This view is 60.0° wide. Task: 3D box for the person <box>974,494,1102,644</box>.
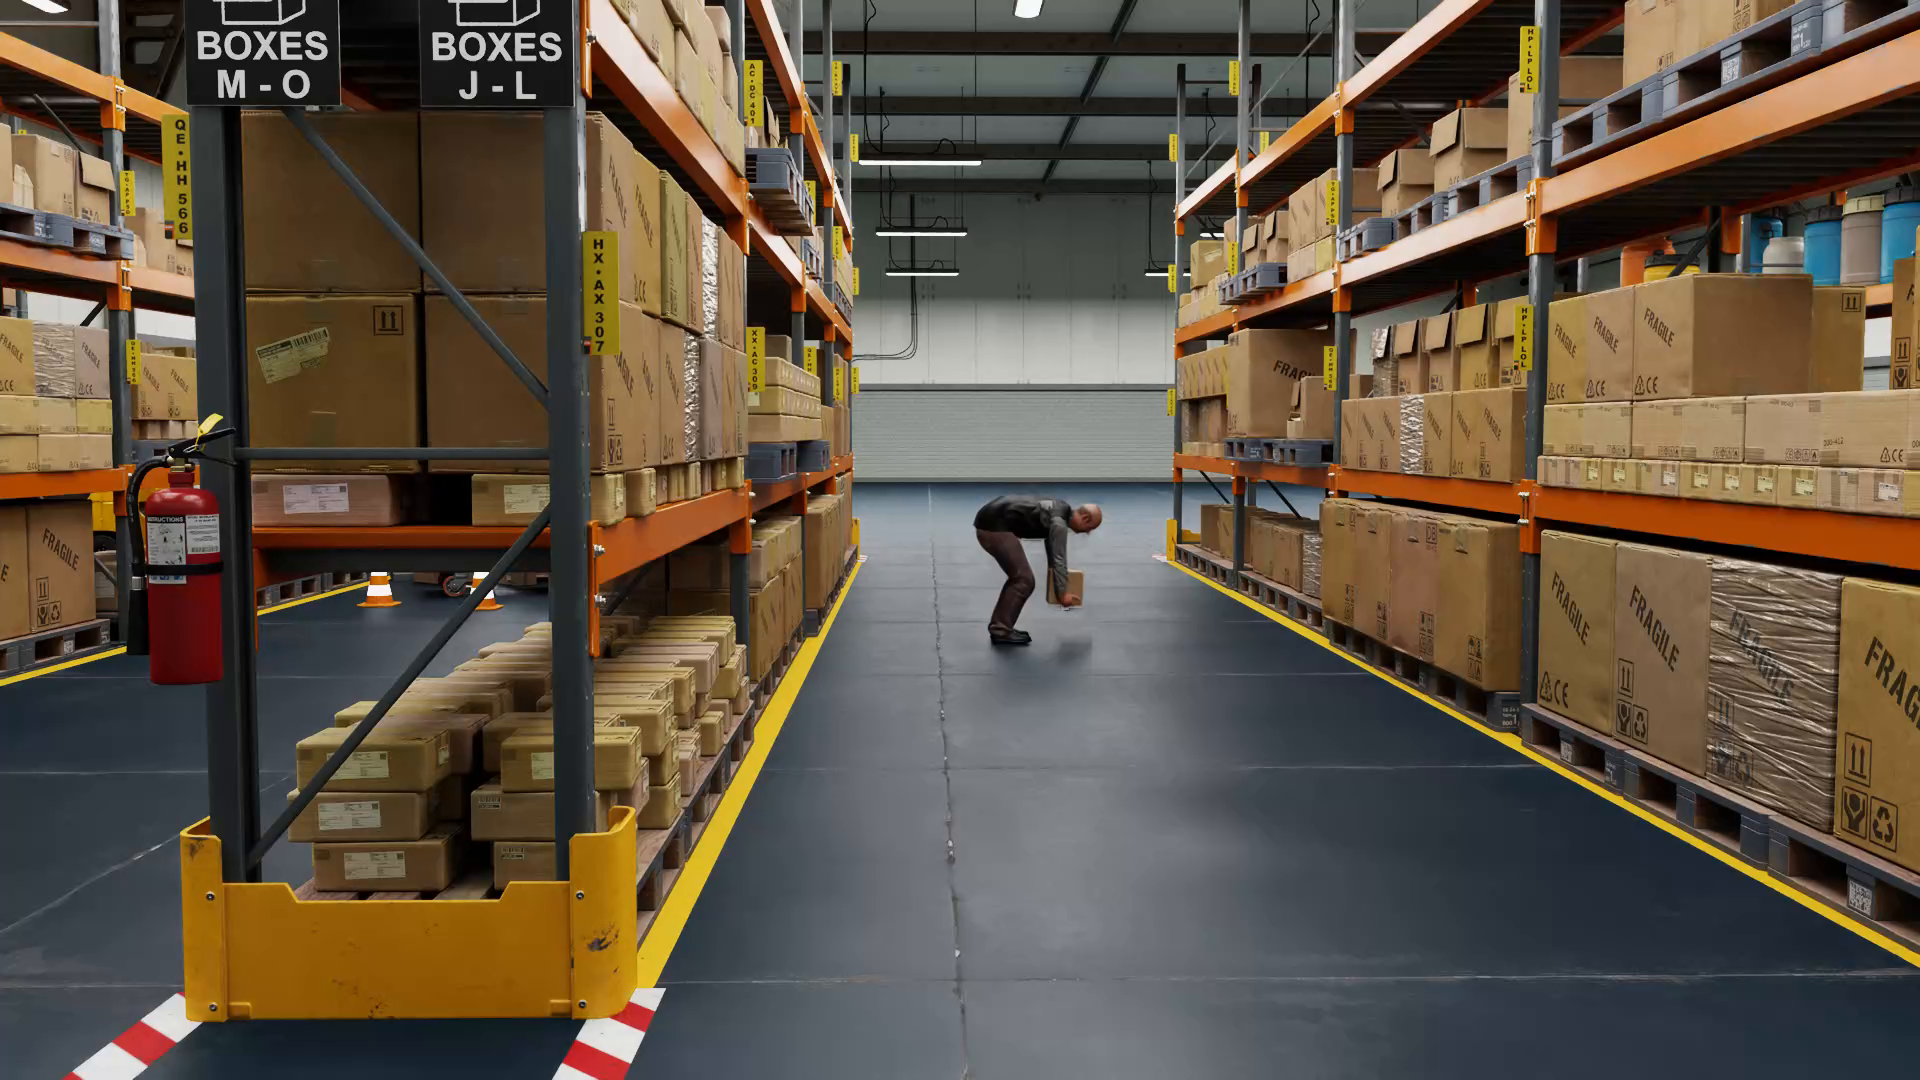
[{"bbox_3d":[0.585,0.206,12.468,0.960,1.111,0.470,0,4,-3],"label":"person"}]
